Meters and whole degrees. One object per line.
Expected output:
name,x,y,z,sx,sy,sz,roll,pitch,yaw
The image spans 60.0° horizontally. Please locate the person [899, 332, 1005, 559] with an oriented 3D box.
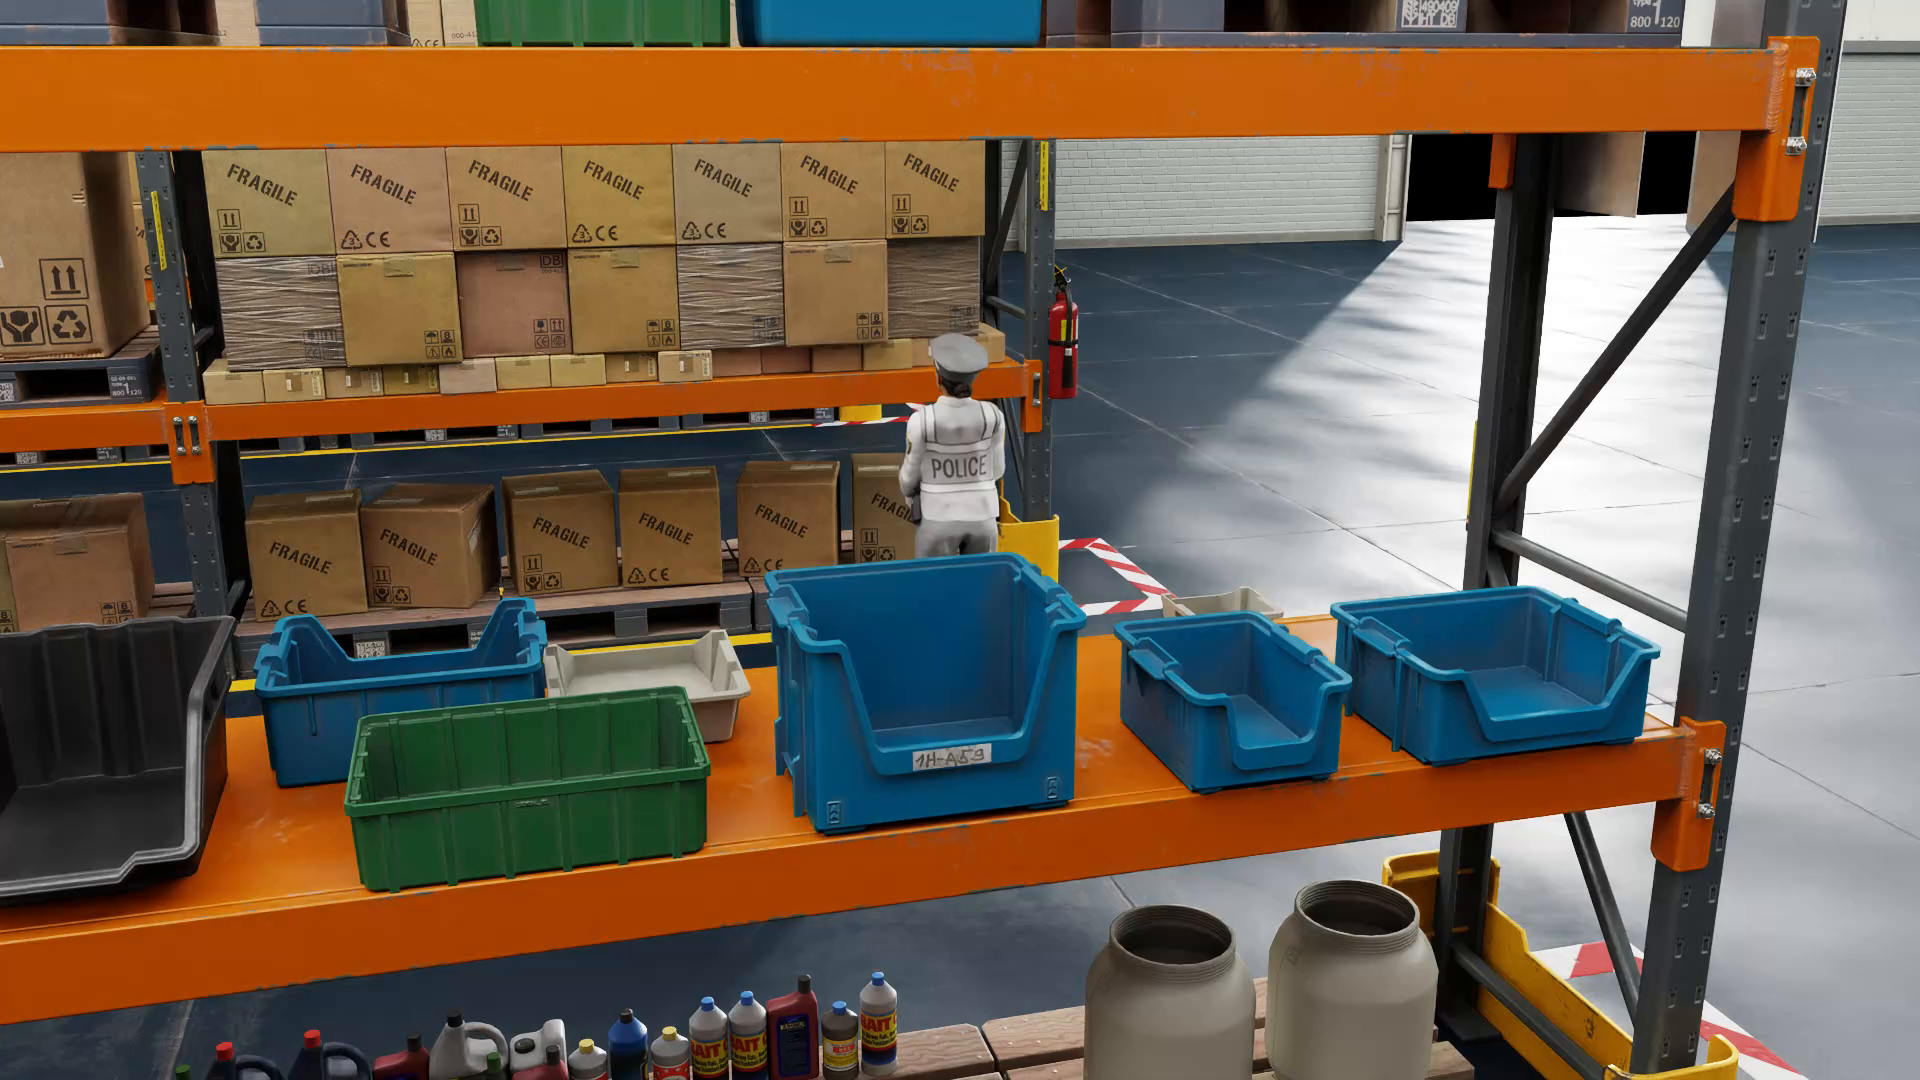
person,-0.037,-0.080,7.263,0.460,1.686,0.563,-4,17,-15
